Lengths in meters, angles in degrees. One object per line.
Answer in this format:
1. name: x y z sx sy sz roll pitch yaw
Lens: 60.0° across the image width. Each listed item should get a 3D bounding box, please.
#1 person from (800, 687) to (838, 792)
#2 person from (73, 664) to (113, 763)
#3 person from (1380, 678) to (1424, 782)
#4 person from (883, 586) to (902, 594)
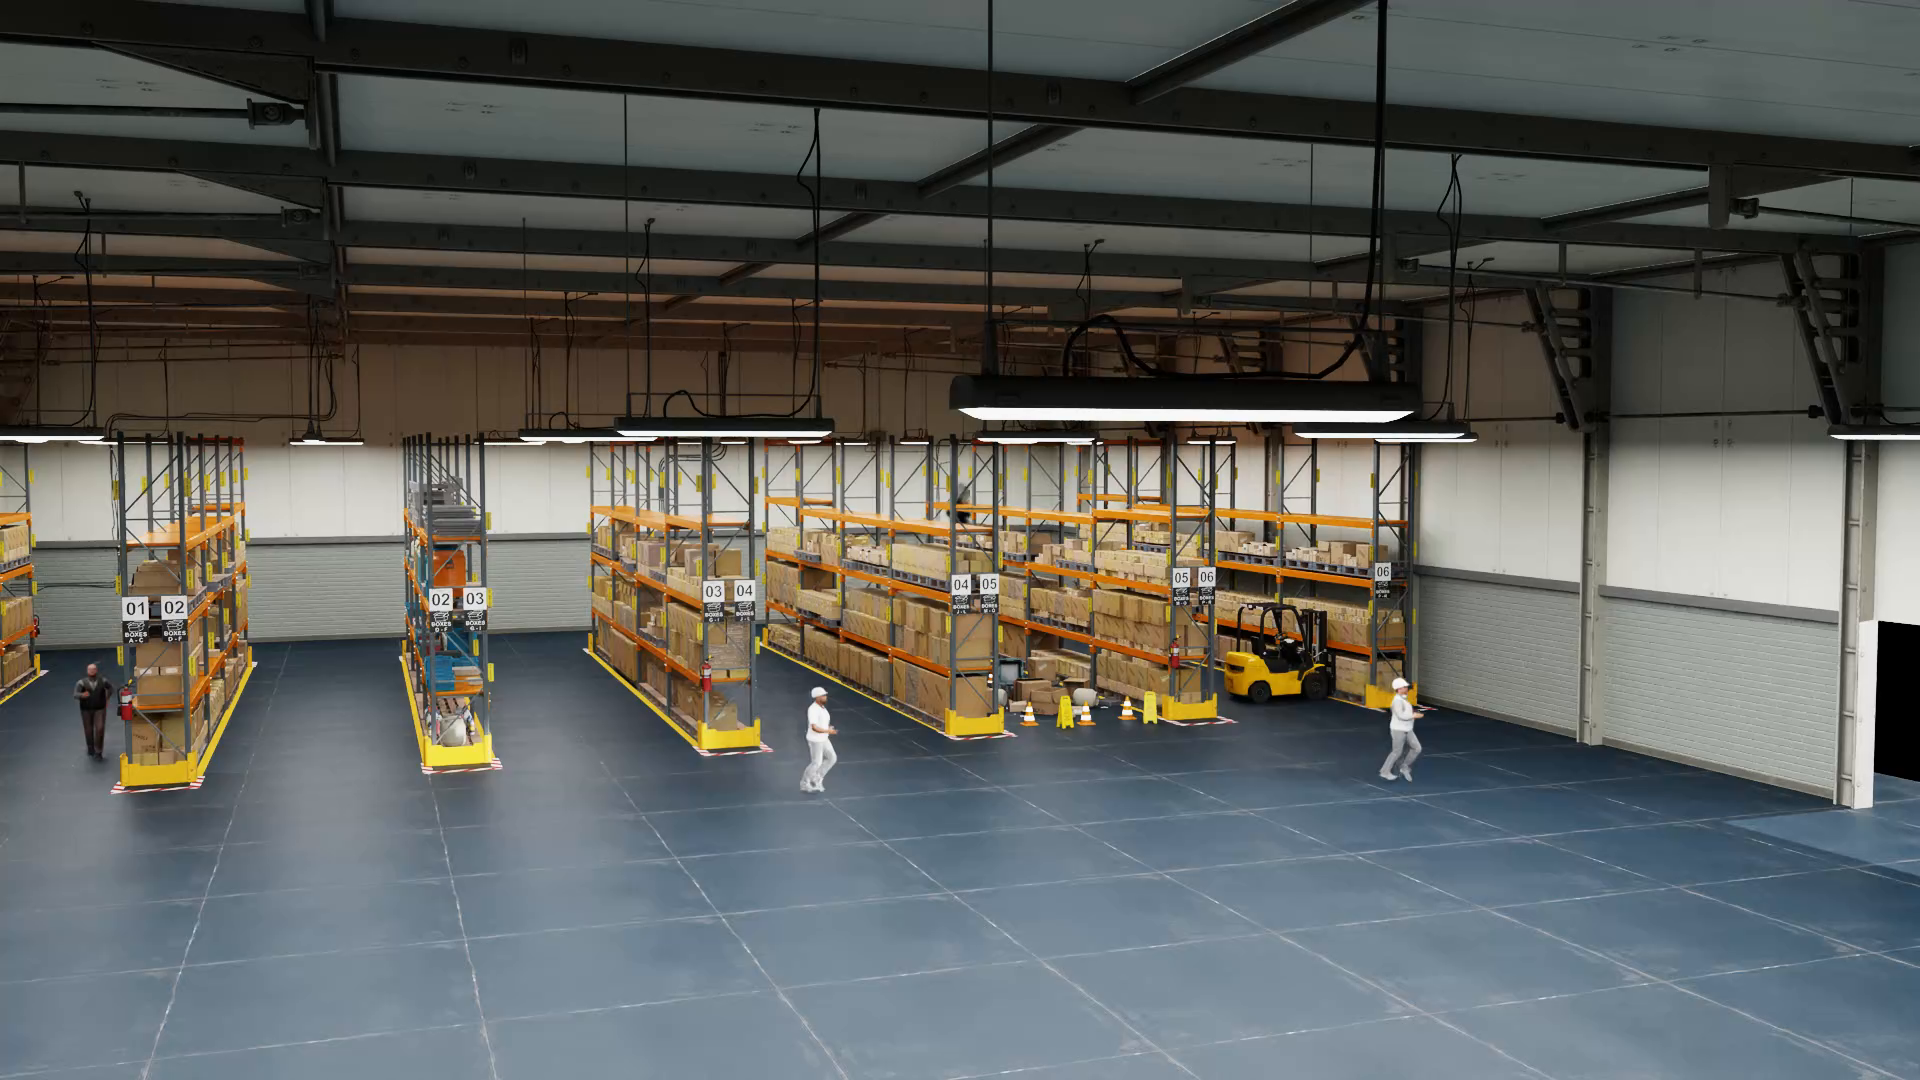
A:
1. person: -2.313 3.327 27.592 0.683 1.783 0.725 1 3 12
2. person: -15.886 3.153 30.483 0.650 1.755 0.826 -2 4 -26
3. person: 7.569 3.266 28.436 0.721 1.806 0.625 2 4 31
4. person: -1.998 1.775 50.972 0.920 1.766 0.668 -1 3 -23
